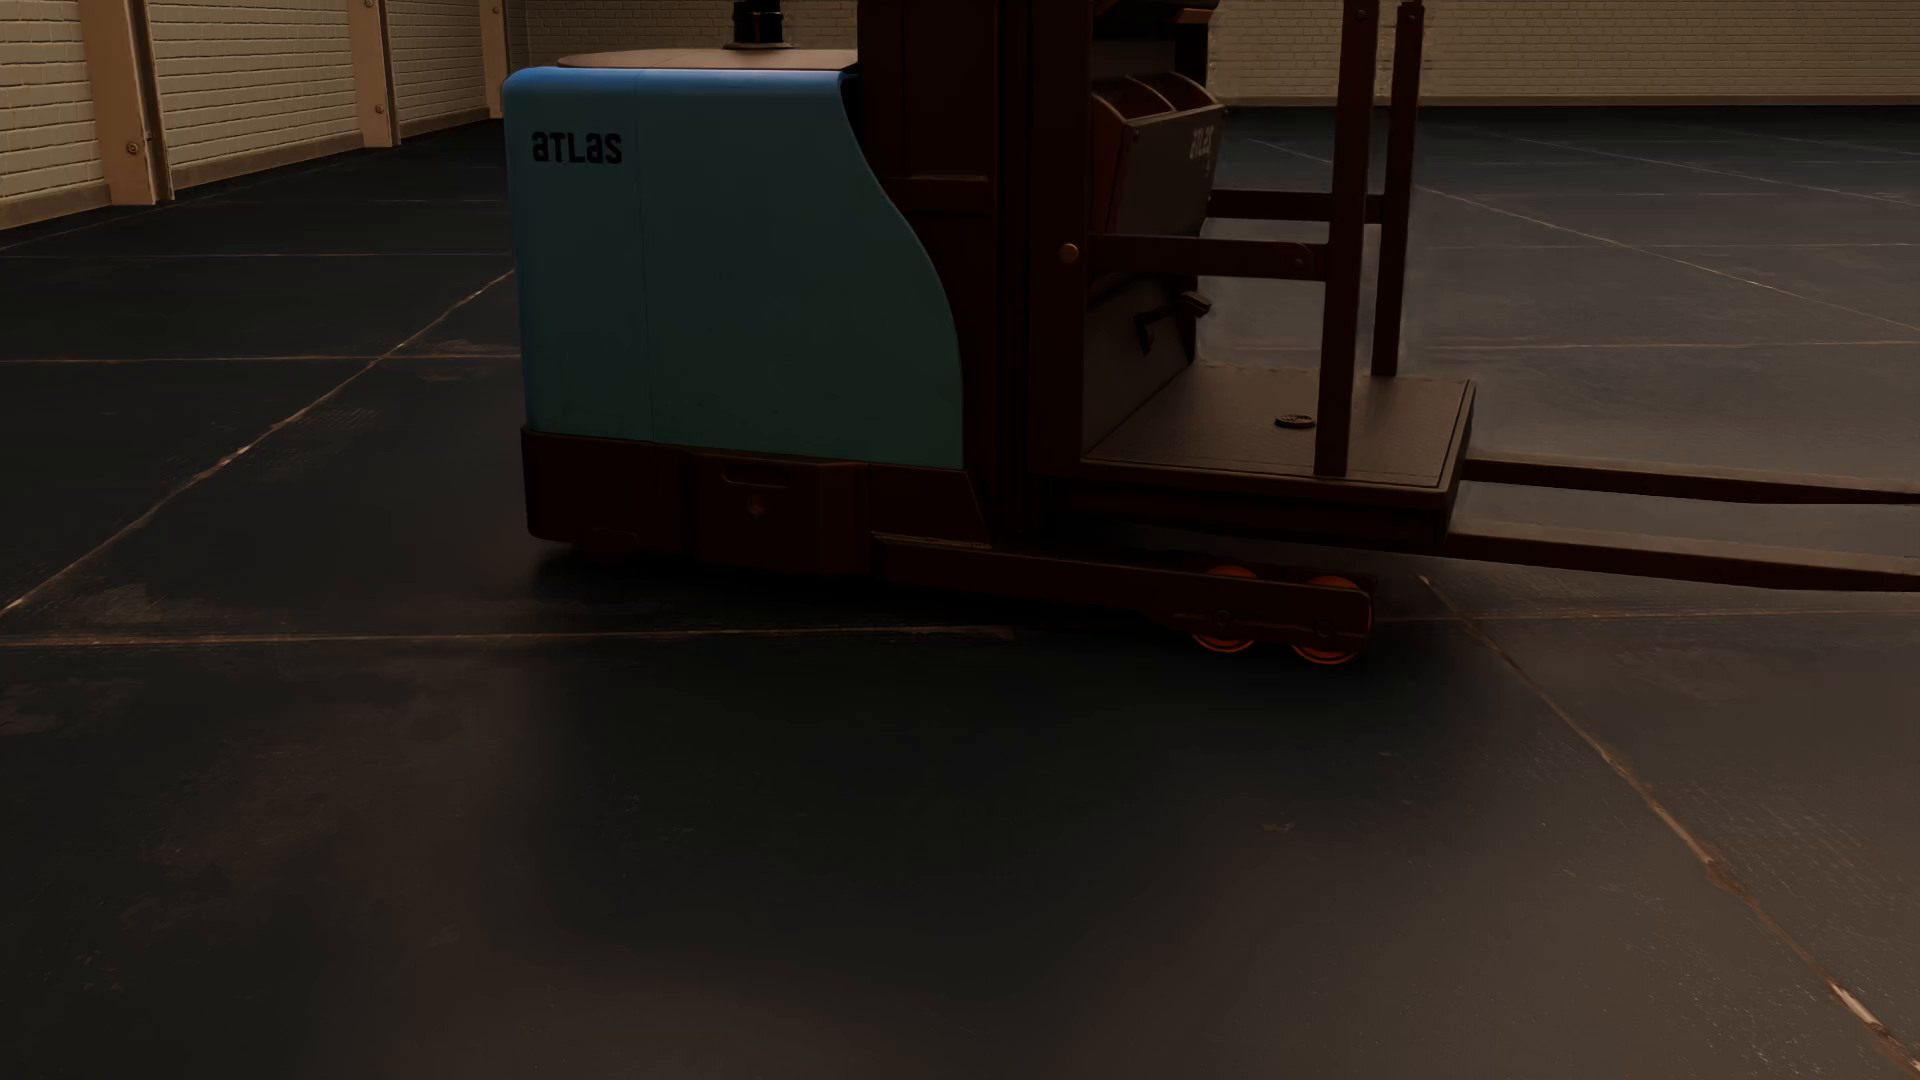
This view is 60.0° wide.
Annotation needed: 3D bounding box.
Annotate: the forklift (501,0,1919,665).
[{"bbox_3d":[0.600,-1.340,3.289,3.031,2.935,1.130,6,18,18],"label":"forklift"}]
